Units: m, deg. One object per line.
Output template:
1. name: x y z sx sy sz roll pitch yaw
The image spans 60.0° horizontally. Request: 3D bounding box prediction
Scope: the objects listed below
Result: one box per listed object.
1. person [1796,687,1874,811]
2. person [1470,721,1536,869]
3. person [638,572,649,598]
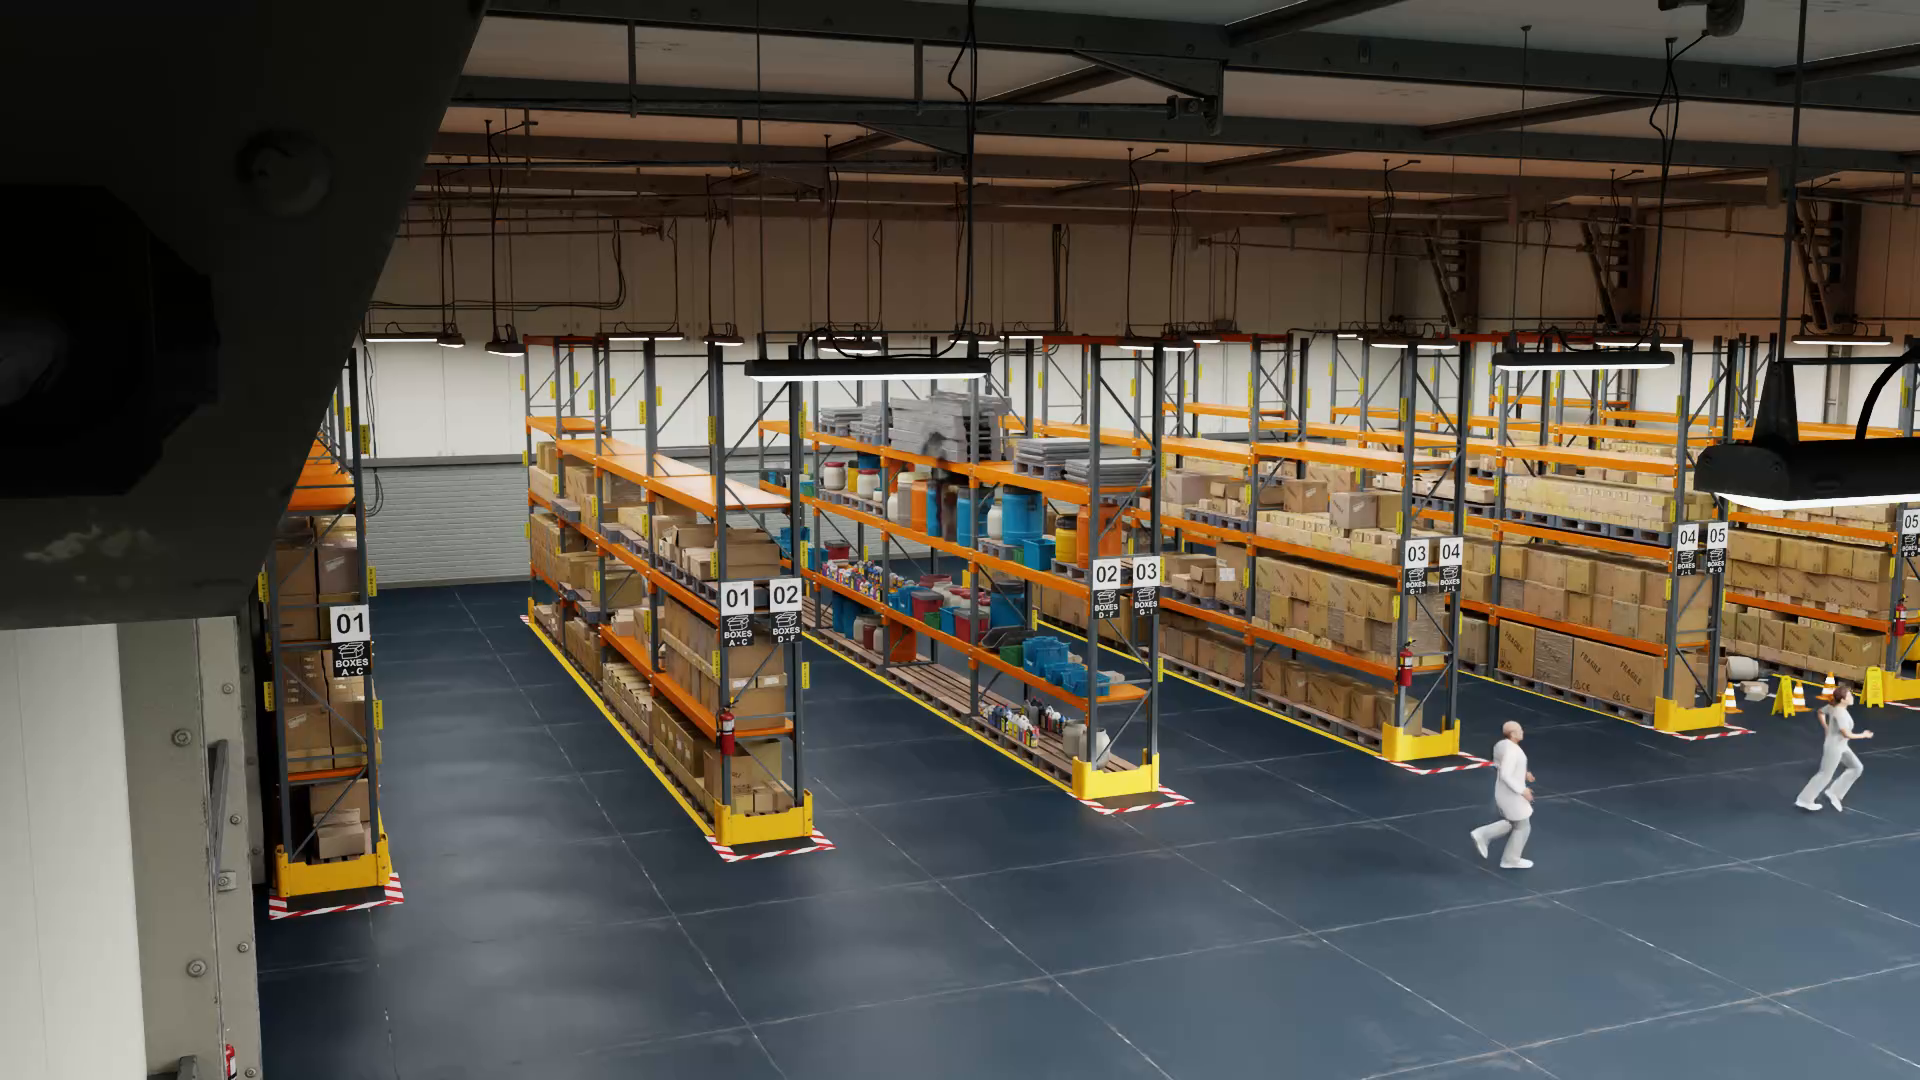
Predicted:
1. person: 11.221 2.674 21.319 0.835 1.636 0.574 3 8 24
2. person: 6.318 2.933 19.137 0.664 1.734 0.704 1 8 5
3. person: -6.972 0.742 35.550 0.819 1.786 0.696 6 10 37
